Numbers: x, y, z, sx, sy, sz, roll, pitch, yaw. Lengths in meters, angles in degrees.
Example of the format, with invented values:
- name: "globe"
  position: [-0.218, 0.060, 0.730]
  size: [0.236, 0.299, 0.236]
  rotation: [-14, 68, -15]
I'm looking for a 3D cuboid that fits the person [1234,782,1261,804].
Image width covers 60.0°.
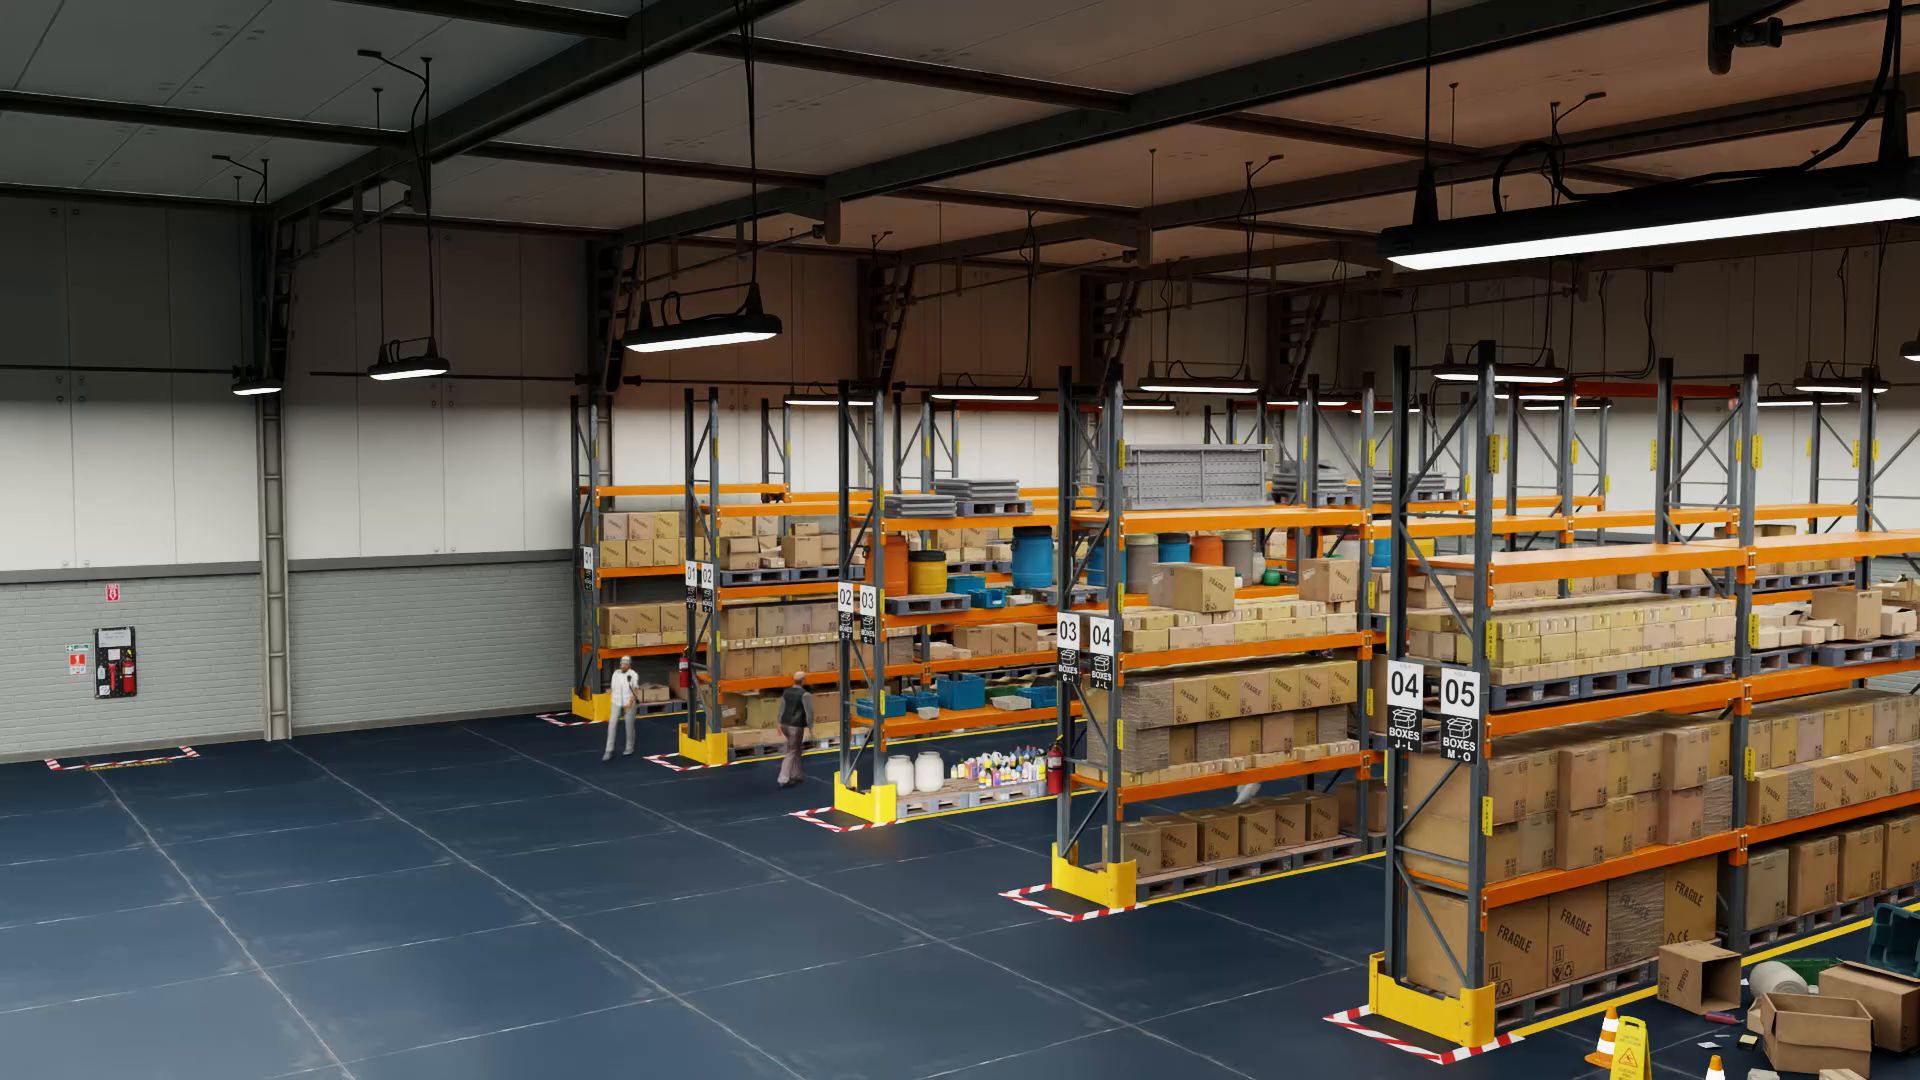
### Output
- name: "person"
  position: [3.848, 2.977, 22.585]
  size: [0.534, 1.668, 0.490]
  rotation: [-2, 4, -35]

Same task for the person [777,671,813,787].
- name: "person"
  position: [-2.456, 2.842, 24.773]
  size: [0.613, 1.769, 0.531]
  rotation: [-3, 5, -41]

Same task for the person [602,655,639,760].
- name: "person"
  position: [-5.516, 2.707, 27.082]
  size: [0.547, 1.650, 0.692]
  rotation: [0, 3, -2]
